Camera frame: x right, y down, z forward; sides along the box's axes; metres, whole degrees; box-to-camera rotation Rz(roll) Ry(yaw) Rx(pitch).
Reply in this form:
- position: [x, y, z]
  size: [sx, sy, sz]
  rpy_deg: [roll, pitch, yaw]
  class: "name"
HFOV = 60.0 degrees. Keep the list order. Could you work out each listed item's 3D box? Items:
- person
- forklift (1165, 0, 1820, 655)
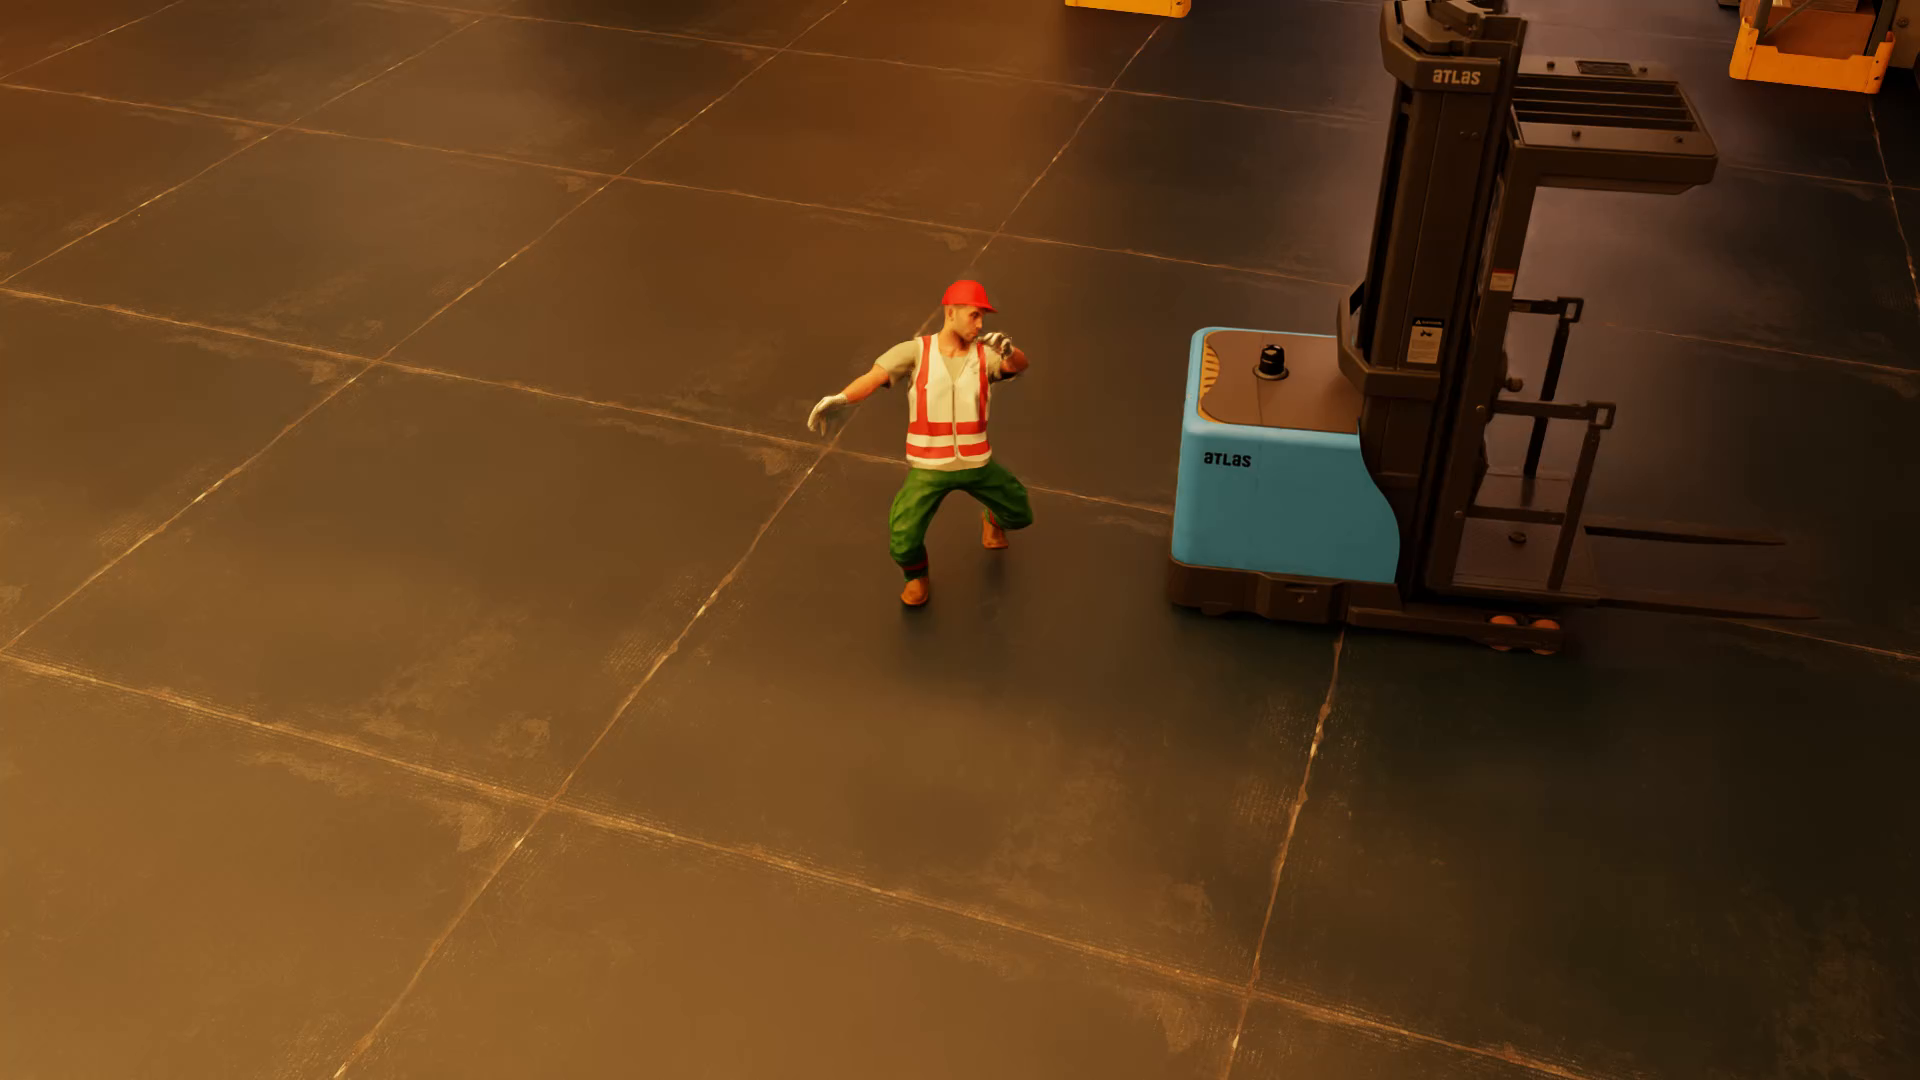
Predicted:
- position: [-0.193, -0.381, 7.800]
  size: [1.102, 1.555, 0.739]
  rpy_deg: [-12, 37, -16]
  class: "person"
- position: [2.569, -0.984, 7.499]
  size: [3.031, 2.935, 1.130]
  rpy_deg: [5, 36, 8]
  class: "forklift"
